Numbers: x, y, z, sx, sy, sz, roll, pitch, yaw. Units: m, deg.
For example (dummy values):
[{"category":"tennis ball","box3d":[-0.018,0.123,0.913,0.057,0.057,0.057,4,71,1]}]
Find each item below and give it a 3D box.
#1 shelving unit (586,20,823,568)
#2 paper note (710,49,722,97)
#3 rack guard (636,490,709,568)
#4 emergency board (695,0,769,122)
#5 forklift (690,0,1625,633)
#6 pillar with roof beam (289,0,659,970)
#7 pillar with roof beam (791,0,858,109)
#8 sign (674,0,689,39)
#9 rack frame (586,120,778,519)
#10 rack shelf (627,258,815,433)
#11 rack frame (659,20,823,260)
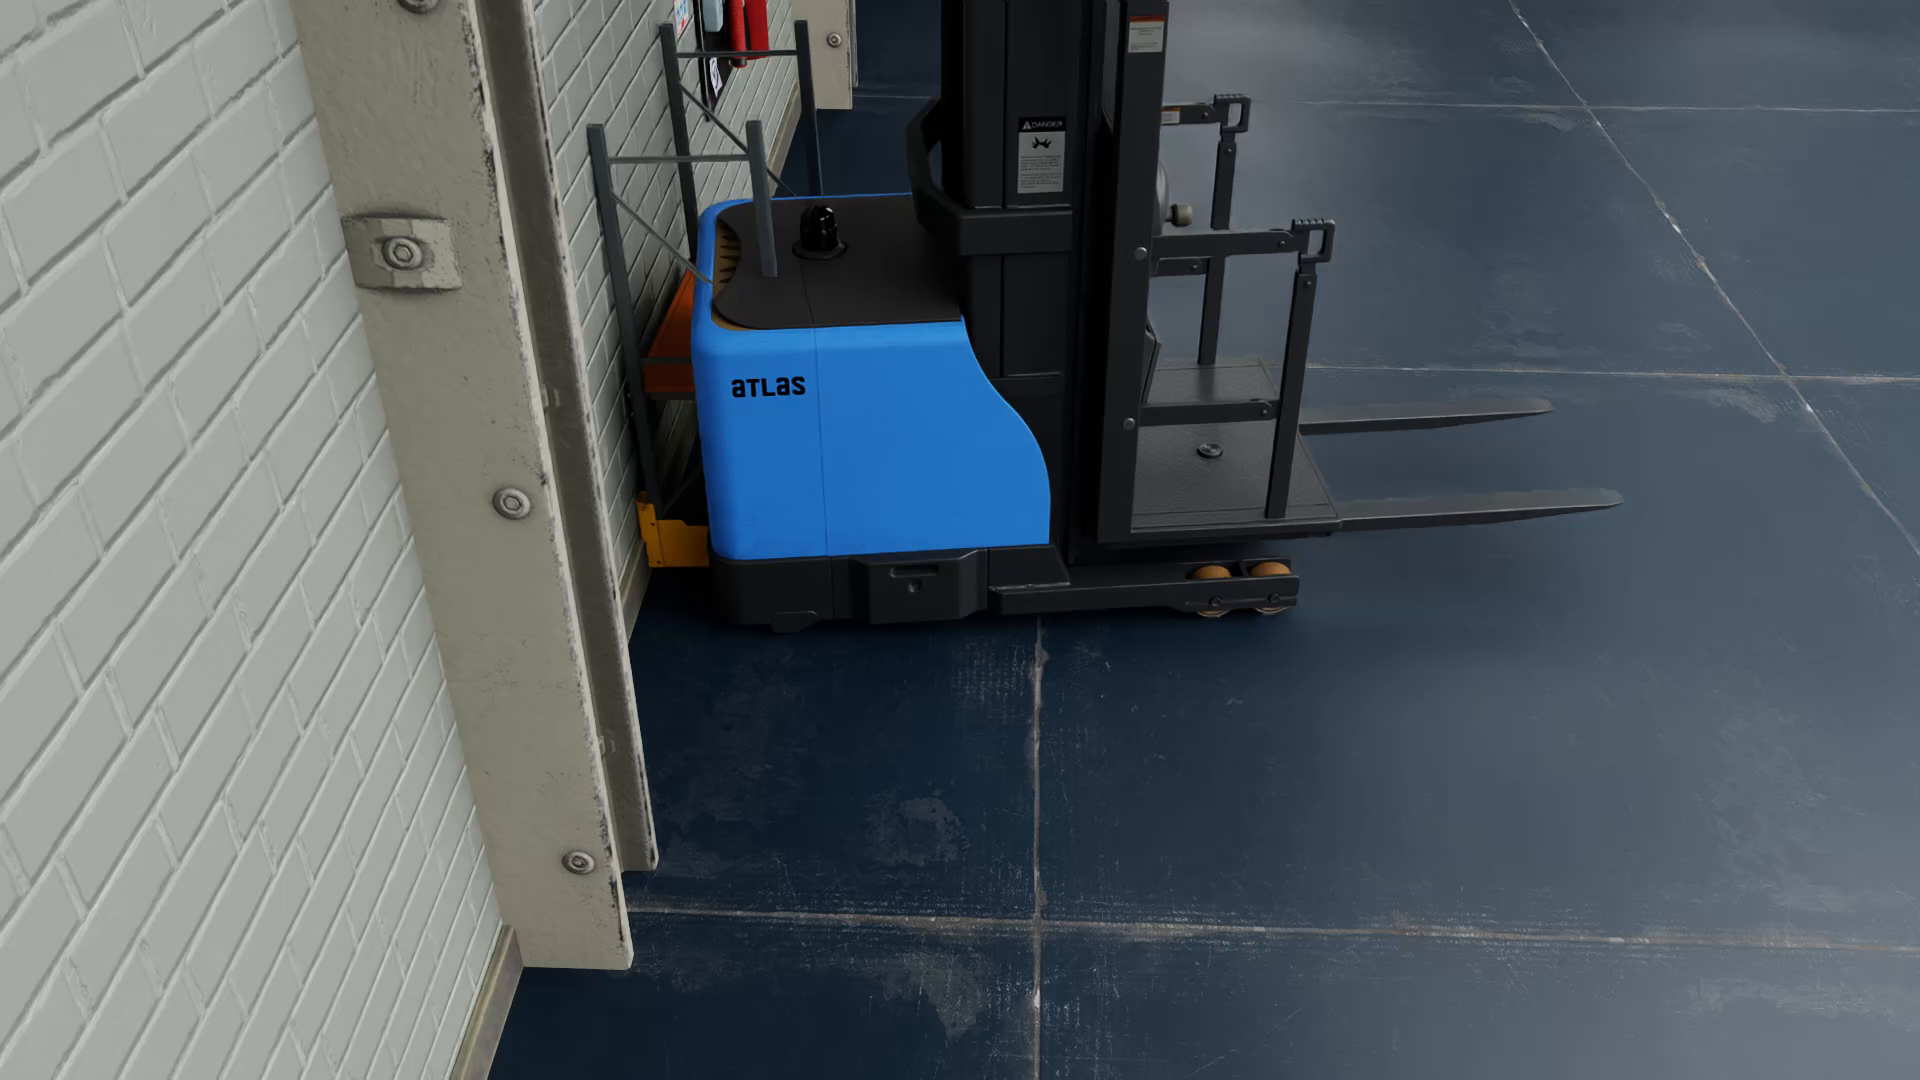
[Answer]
[{"category":"shelving unit","box3d":[-0.757,-0.833,5.564,0.587,1.500,1.083,0,33,4]},{"category":"paper note","box3d":[-0.954,-1.826,6.506,0.016,0.148,0.142,1,35,2]},{"category":"rack guard","box3d":[-0.758,-0.038,5.485,0.587,0.250,0.087,0,33,4]},{"category":"emergency board","box3d":[-0.878,-2.287,6.395,0.194,1.169,0.643,1,35,2]},{"category":"forklift","box3d":[0.679,-1.251,4.980,3.031,2.935,1.130,-3,35,-5]},{"category":"pillar with roof beam","box3d":[3.320,-2.614,1.643,9.100,9.000,0.400,1,35,2]},{"category":"pillar with roof beam","box3d":[3.561,-6.061,6.548,9.100,9.000,0.400,1,35,2]},{"category":"sign","box3d":[-1.003,-1.986,5.936,0.001,0.329,0.234,1,35,2]},{"category":"rack frame","box3d":[-0.784,-0.553,5.130,0.500,1.500,0.032,0,33,4]},{"category":"rack shelf","box3d":[-0.750,-0.677,5.654,0.538,0.185,1.000,0,33,4]},{"category":"rack frame","box3d":[-0.731,-1.104,5.983,0.500,1.500,0.032,0,33,4]}]
